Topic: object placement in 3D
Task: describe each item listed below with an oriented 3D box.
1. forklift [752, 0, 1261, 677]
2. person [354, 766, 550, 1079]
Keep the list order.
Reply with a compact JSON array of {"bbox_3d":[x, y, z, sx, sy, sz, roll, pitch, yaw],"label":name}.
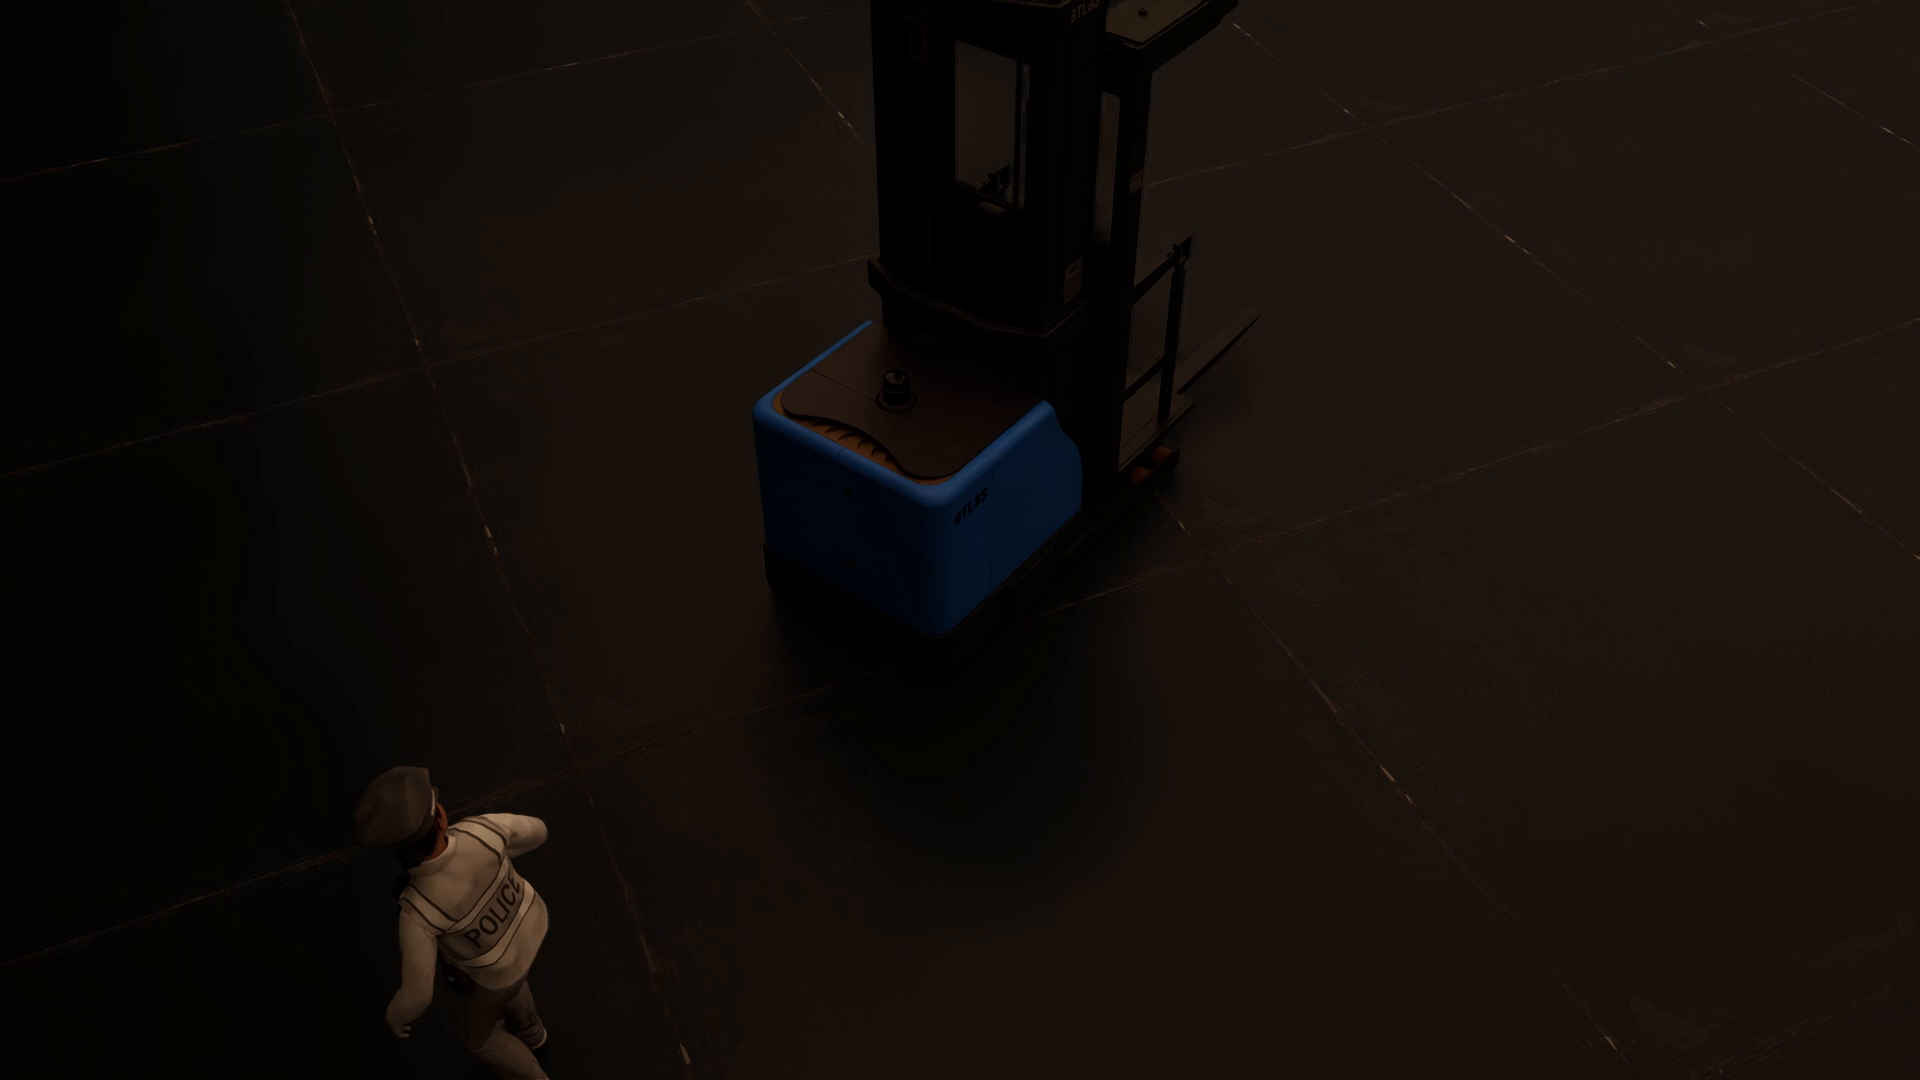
[{"bbox_3d":[0.415,-1.444,7.227,1.130,2.935,3.031,27,50,26],"label":"forklift"},{"bbox_3d":[-1.558,1.301,5.241,0.473,1.643,0.693,12,44,12],"label":"person"}]
